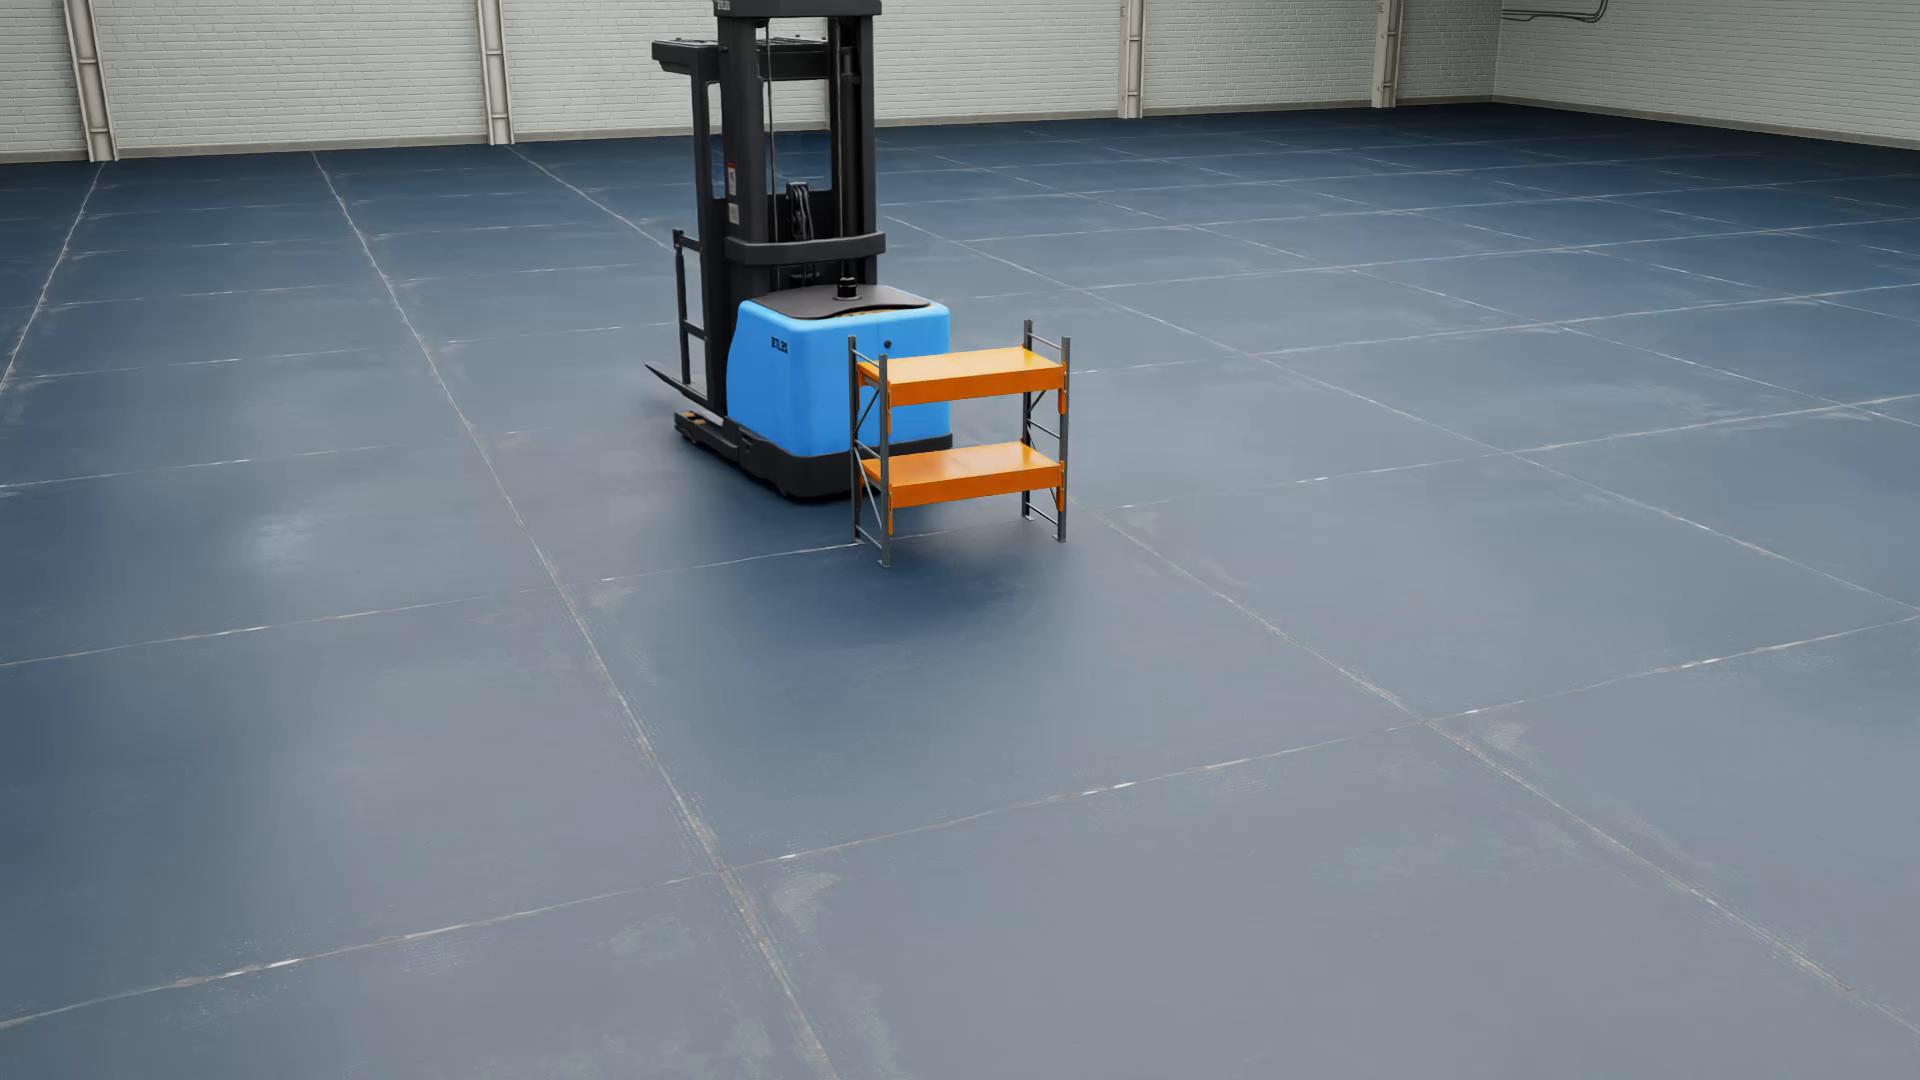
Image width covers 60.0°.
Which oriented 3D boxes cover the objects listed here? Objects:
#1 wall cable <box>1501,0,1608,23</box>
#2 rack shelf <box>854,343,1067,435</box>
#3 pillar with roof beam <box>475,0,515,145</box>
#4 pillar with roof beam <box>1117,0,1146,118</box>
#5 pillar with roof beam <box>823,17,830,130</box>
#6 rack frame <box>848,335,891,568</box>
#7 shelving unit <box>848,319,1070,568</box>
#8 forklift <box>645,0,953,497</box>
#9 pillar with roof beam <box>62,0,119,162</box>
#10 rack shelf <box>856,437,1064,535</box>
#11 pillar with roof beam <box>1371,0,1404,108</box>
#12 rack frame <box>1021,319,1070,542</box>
[{"bbox_3d":[12.046,-11.794,33.645,0.112,2.526,3.097,-8,21,-22],"label":"wall cable"},{"bbox_3d":[-0.006,-0.806,8.735,1.000,0.278,0.538,-8,21,-22],"label":"rack shelf"},{"bbox_3d":[-6.005,-9.594,22.720,0.400,9.000,9.100,-8,21,-22],"label":"pillar with roof beam"},{"bbox_3d":[5.014,-11.173,27.204,0.400,9.000,9.100,-8,21,-22],"label":"pillar with roof beam"},{"bbox_3d":[-0.496,-10.383,24.962,0.400,9.000,9.100,-8,21,-22],"label":"pillar with roof beam"},{"bbox_3d":[-0.473,-0.463,8.643,0.032,1.125,0.500,-8,21,-22],"label":"rack frame"},{"bbox_3d":[-0.006,-0.530,8.833,1.048,1.125,0.538,-8,21,-22],"label":"shelving unit"},{"bbox_3d":[-1.219,-2.068,10.482,1.130,2.935,3.031,-11,22,-28],"label":"forklift"},{"bbox_3d":[-11.514,-8.805,20.478,0.400,9.000,9.100,-8,21,-22],"label":"pillar with roof beam"},{"bbox_3d":[-0.006,-0.299,8.914,1.000,0.278,0.538,-8,21,-22],"label":"rack shelf"},{"bbox_3d":[10.523,-11.962,29.445,0.400,9.000,9.100,-8,21,-22],"label":"pillar with roof beam"},{"bbox_3d":[0.461,-0.597,9.023,0.032,1.125,0.500,-8,21,-22],"label":"rack frame"}]
